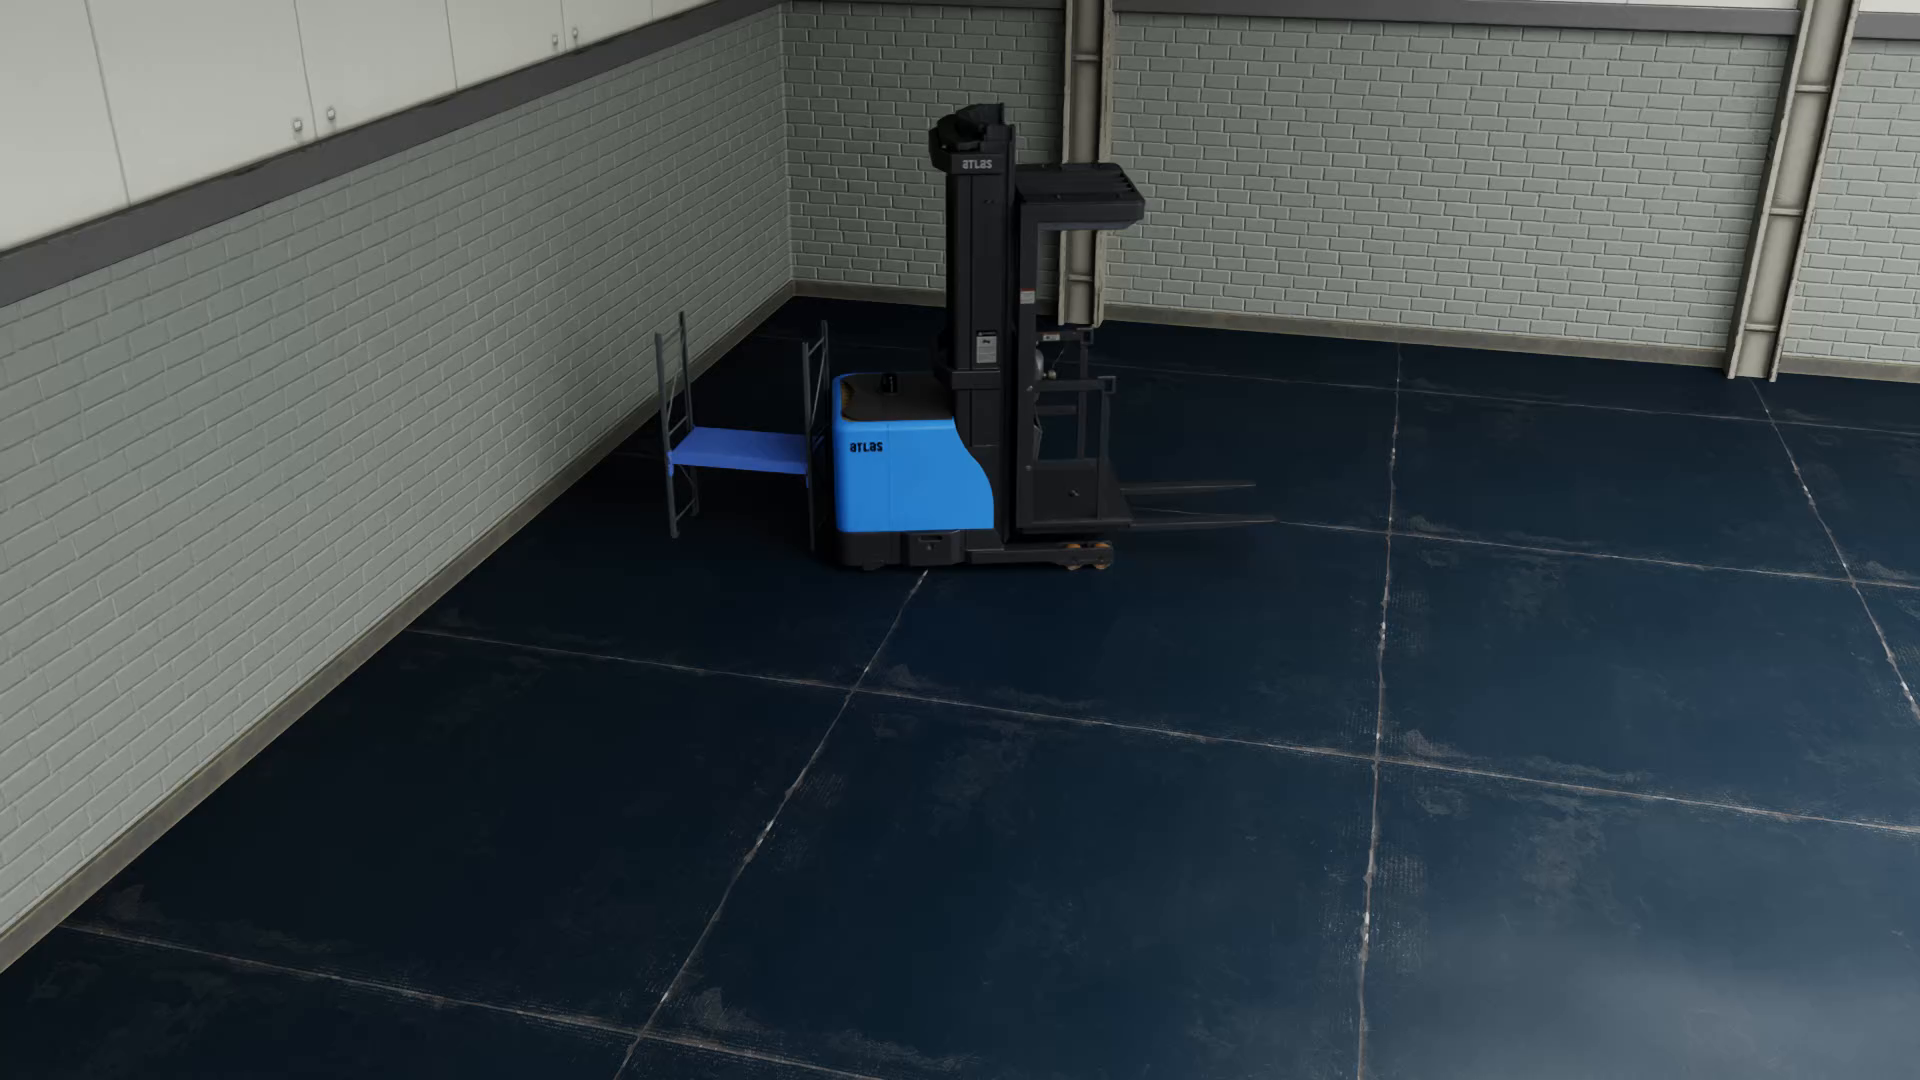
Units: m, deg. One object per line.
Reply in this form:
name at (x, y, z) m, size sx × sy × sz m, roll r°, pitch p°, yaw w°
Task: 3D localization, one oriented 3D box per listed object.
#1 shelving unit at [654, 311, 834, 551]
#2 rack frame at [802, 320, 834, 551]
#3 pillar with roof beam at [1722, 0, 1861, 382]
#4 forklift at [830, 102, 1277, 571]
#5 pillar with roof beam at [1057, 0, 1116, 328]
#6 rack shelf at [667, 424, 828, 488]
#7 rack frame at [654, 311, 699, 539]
shelving unit at (-1.462, -0.749, 11.461) m, size 1.048 × 1.500 × 0.538 m, roll 5°, pitch 26°, yaw 10°
rack frame at (-0.964, -0.706, 11.369) m, size 0.032 × 1.500 × 0.500 m, roll 5°, pitch 26°, yaw 10°
pillar with roof beam at (5.905, -3.737, 9.014) m, size 0.400 × 9.000 × 9.100 m, roll 6°, pitch 26°, yaw 13°
forklift at (0.639, -1.354, 11.065) m, size 3.031 × 2.935 × 1.130 m, roll -2°, pitch 26°, yaw -4°
pillar with roof beam at (0.094, -4.380, 10.363) m, size 0.400 × 9.000 × 9.100 m, roll 6°, pitch 26°, yaw 13°
rack shelf at (-1.462, -0.587, 11.538) m, size 1.000 × 0.185 × 0.538 m, roll 5°, pitch 26°, yaw 10°
rack frame at (-1.960, -0.793, 11.553) m, size 0.032 × 1.500 × 0.500 m, roll 5°, pitch 26°, yaw 10°
